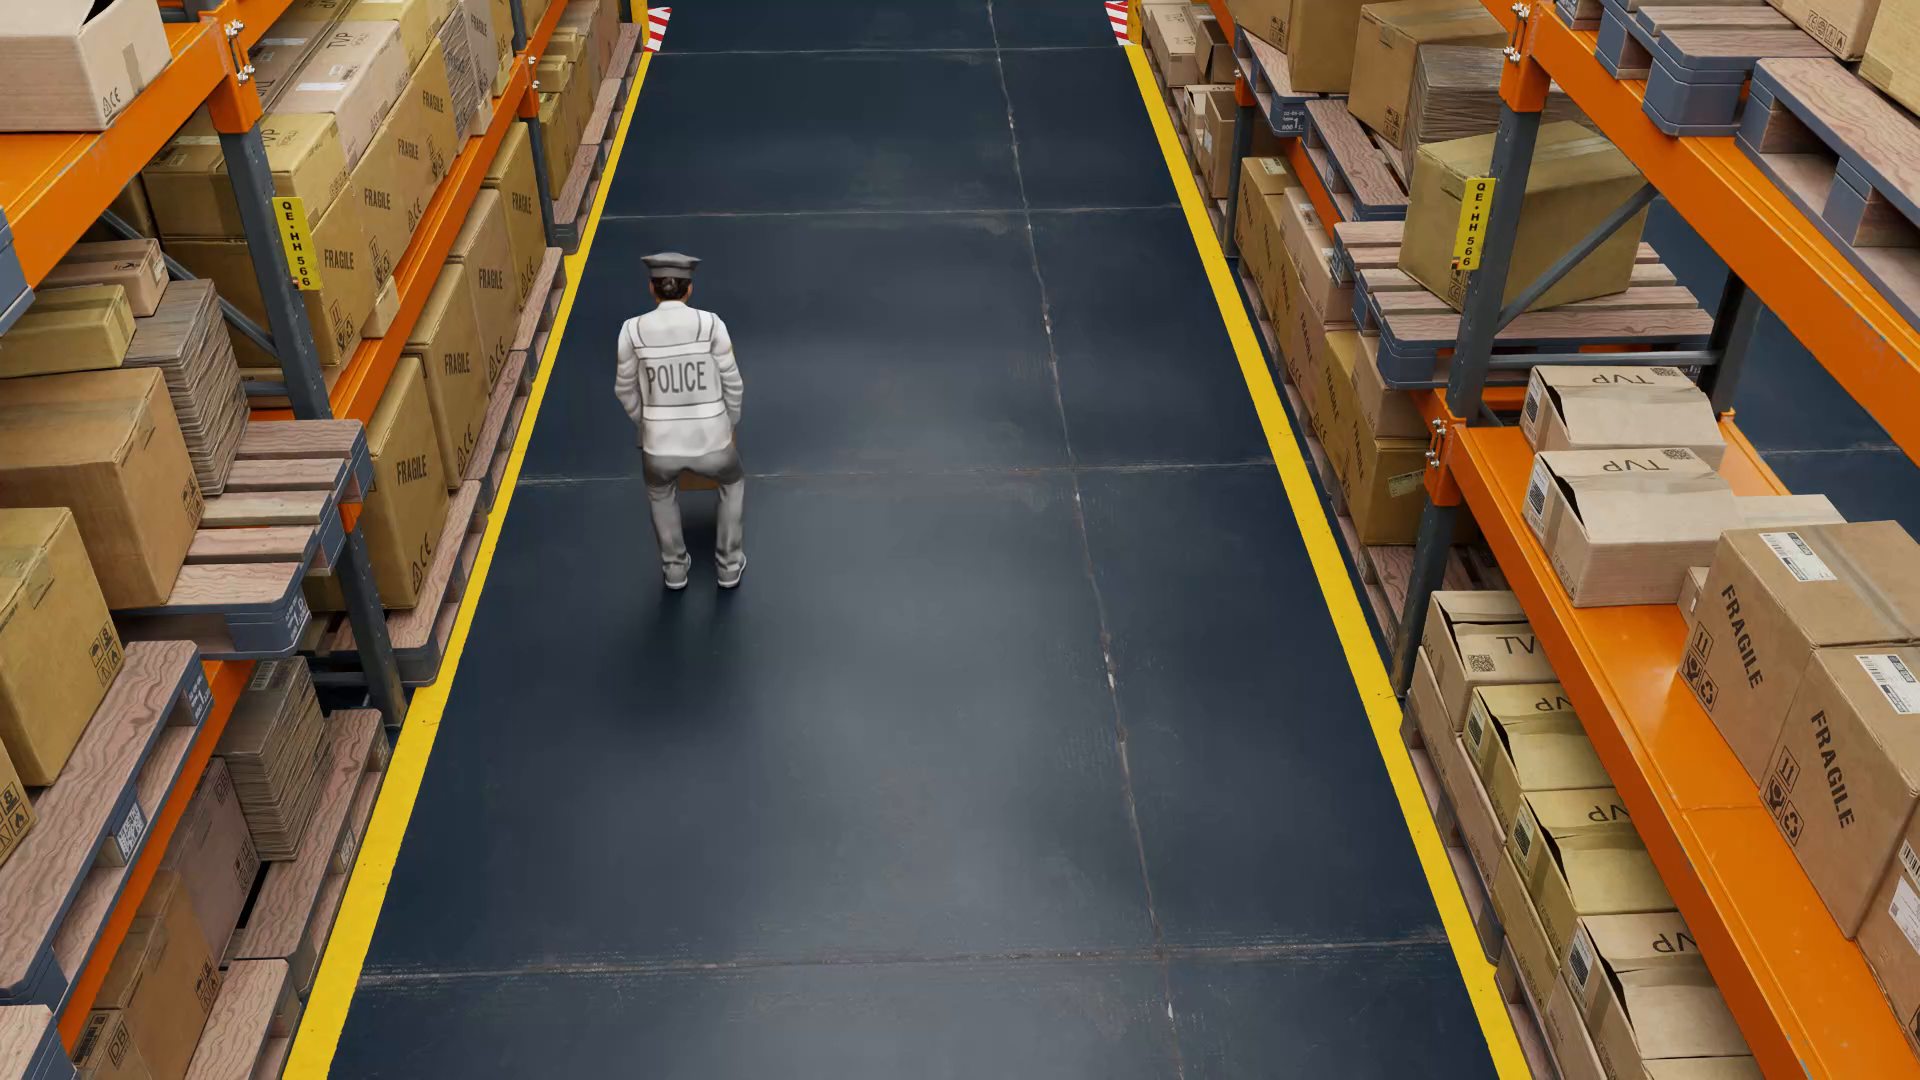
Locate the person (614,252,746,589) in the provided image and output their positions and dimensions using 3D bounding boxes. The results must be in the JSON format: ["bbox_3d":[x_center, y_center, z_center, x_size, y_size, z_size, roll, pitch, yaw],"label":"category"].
[{"bbox_3d":[-1.170,-0.472,7.004,0.533,1.449,0.654,-1,35,-2],"label":"person"}]
